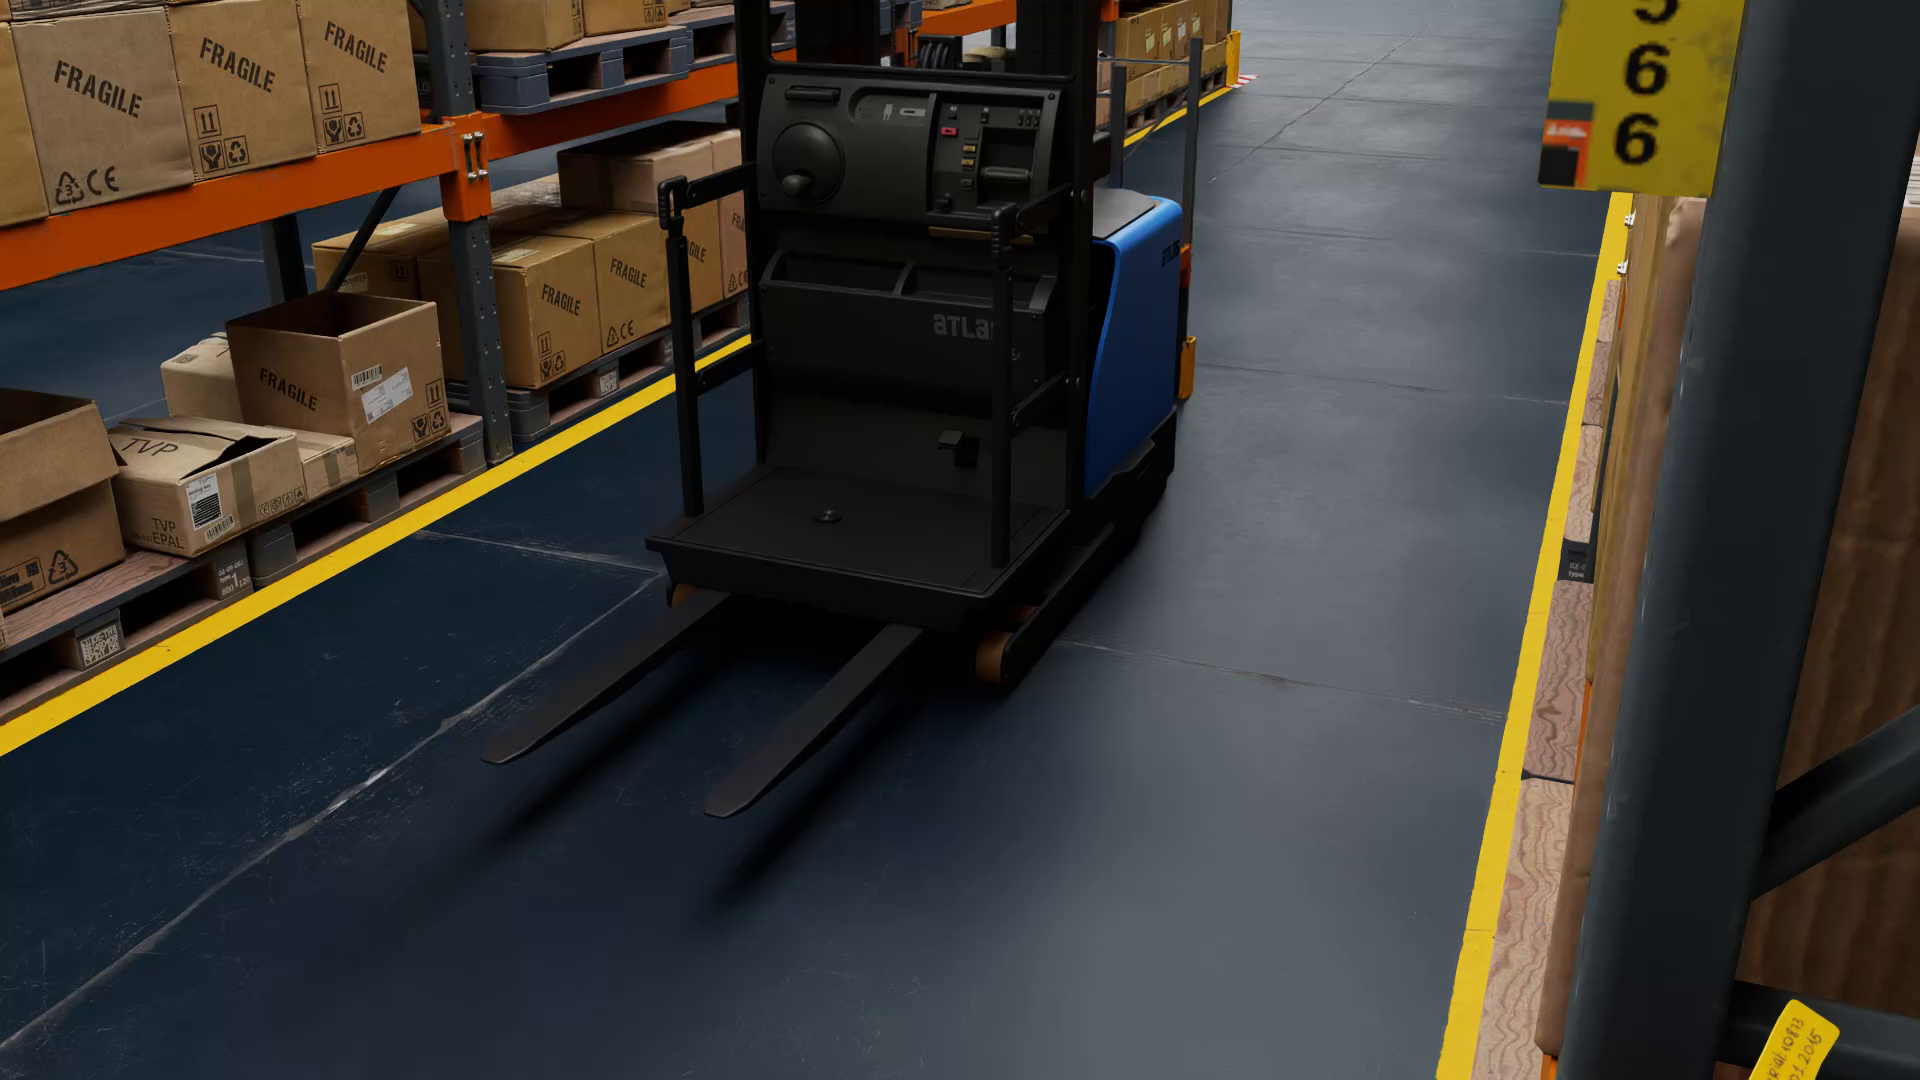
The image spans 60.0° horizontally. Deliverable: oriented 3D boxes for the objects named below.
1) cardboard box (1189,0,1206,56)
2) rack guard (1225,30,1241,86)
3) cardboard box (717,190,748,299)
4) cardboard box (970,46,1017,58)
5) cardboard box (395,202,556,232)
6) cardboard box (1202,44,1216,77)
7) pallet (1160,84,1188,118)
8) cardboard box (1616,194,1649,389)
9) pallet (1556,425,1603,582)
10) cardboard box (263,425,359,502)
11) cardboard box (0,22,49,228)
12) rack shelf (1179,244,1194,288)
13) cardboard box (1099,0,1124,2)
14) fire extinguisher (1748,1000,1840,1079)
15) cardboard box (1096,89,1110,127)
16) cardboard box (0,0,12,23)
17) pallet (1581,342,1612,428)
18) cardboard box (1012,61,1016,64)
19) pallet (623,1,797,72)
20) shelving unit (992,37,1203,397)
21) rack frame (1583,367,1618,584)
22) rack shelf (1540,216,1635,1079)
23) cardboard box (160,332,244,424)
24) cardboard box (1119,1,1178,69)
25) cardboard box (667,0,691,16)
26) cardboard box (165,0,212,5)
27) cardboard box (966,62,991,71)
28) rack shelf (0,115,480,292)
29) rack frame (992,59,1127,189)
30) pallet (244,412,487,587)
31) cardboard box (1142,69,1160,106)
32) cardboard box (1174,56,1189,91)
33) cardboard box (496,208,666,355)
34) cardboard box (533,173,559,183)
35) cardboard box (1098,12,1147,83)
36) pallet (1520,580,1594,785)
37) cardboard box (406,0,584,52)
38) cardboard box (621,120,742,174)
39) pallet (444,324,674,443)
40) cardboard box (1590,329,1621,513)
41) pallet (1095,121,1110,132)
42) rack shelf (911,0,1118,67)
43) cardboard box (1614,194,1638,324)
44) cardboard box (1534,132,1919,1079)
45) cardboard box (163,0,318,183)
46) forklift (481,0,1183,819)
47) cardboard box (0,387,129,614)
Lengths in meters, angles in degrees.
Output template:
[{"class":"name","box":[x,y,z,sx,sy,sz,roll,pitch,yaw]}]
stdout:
[{"class":"cardboard box","box":[1.940,-4.731,15.234,0.500,0.500,0.500,9,24,20]},{"class":"rack guard","box":[2.229,-4.910,16.855,1.175,0.500,0.348,9,24,20]},{"class":"cardboard box","box":[-1.262,-1.499,8.120,0.500,0.500,0.500,8,24,18]},{"class":"cardboard box","box":[0.350,-3.695,12.998,0.500,0.311,0.500,9,24,20]},{"class":"cardboard box","box":[-2.128,-1.203,7.411,0.500,0.500,0.500,9,24,20]},{"class":"cardboard box","box":[2.121,-4.565,15.809,0.500,0.250,0.500,9,24,20]},{"class":"pallet","box":[1.521,-4.053,15.179,1.003,0.211,1.213,9,24,20]},{"class":"cardboard box","box":[1.610,-0.477,2.611,0.980,0.700,0.700,8,24,17]},{"class":"pallet","box":[2.580,-0.053,5.602,1.003,0.211,1.213,9,24,20]},{"class":"cardboard box","box":[-2.269,-0.261,5.610,0.380,0.149,0.250,9,24,20]},{"class":"cardboard box","box":[-2.750,-1.039,4.217,0.500,0.500,0.500,9,24,21]},{"class":"rack shelf","box":[0.550,-1.029,6.734,0.538,0.185,1.000,9,24,21]},{"class":"cardboard box","box":[1.255,-4.629,14.990,0.500,0.500,0.500,9,24,20]},{"class":"fire extinguisher","box":[0.393,0.575,1.067,0.296,0.674,0.183,9,24,20]},{"class":"cardboard box","box":[0.850,-3.358,12.921,0.500,0.250,0.500,9,24,20]},{"class":"cardboard box","box":[-2.748,-1.506,4.036,0.500,0.500,0.500,9,24,20]},{"class":"pallet","box":[3.032,-0.491,6.651,1.003,0.211,1.213,9,24,20]},{"class":"cardboard box","box":[0.663,-3.434,12.374,0.500,0.311,0.500,9,24,22]},{"class":"pallet","box":[-1.469,-2.407,7.869,1.003,0.211,1.213,9,24,20]},{"class":"shelving unit","box":[0.546,-1.192,6.657,0.587,1.500,1.083,9,24,21]},{"class":"rack frame","box":[2.364,-1.052,4.378,1.000,3.000,0.127,9,24,20]},{"class":"rack shelf","box":[1.621,-0.005,2.803,1.077,0.370,4.000,9,24,20]},{"class":"cardboard box","box":[-2.594,-0.603,6.220,0.500,0.311,0.500,9,24,20]},{"class":"cardboard box","box":[1.569,-4.373,14.377,0.500,0.500,0.500,9,24,20]},{"class":"cardboard box","box":[-1.638,-2.641,7.507,0.700,0.500,0.500,3,23,7]},{"class":"cardboard box","box":[-2.372,-1.866,4.899,0.500,0.500,0.500,8,24,19]},{"class":"cardboard box","box":[-0.032,-3.331,12.128,0.500,0.311,0.500,8,24,18]},{"class":"rack shelf","box":[-2.980,-0.713,4.498,1.077,0.370,4.000,9,24,20]},{"class":"rack frame","box":[0.353,-1.014,6.232,0.500,1.500,0.032,9,24,21]},{"class":"pallet","box":[-2.493,-0.228,6.022,1.003,0.211,1.213,9,24,20]},{"class":"cardboard box","box":[1.379,-3.849,14.095,0.500,0.250,0.500,9,24,20]},{"class":"cardboard box","box":[1.750,-4.207,14.952,0.500,0.250,0.500,9,24,20]},{"class":"cardboard box","box":[-1.643,-1.141,7.261,0.500,0.500,0.500,9,24,21]},{"class":"cardboard box","box":[-1.755,-1.565,8.277,0.500,0.500,0.500,8,24,18]},{"class":"cardboard box","box":[1.198,-4.015,13.521,0.500,0.500,0.500,9,24,20]},{"class":"pallet","box":[2.009,0.495,4.291,1.003,0.211,1.213,9,24,20]},{"class":"cardboard box","box":[-1.853,-2.138,6.301,0.700,0.500,0.500,1,23,2]},{"class":"cardboard box","box":[-1.274,-1.832,7.942,0.500,0.250,0.500,8,24,19]},{"class":"pallet","box":[-1.970,-0.770,7.320,1.003,0.211,1.213,9,24,20]},{"class":"cardboard box","box":[2.484,-0.505,5.313,0.750,0.750,0.750,9,24,21]},{"class":"pallet","box":[0.497,-3.067,12.819,1.003,0.211,1.213,9,24,20]},{"class":"rack shelf","box":[-0.008,-3.575,11.351,1.077,0.370,4.000,9,24,20]},{"class":"cardboard box","box":[3.123,-1.129,6.805,0.750,0.750,0.750,9,24,20]},{"class":"cardboard box","box":[1.058,0.057,1.333,0.980,0.700,0.700,10,25,22]},{"class":"cardboard box","box":[-2.375,-1.406,5.095,0.500,0.500,0.500,9,24,22]},{"class":"forklift","box":[-0.241,-1.117,4.621,1.130,2.935,3.031,9,24,21]},{"class":"cardboard box","box":[-2.930,-0.138,4.857,0.797,0.503,0.637,9,24,20]}]
